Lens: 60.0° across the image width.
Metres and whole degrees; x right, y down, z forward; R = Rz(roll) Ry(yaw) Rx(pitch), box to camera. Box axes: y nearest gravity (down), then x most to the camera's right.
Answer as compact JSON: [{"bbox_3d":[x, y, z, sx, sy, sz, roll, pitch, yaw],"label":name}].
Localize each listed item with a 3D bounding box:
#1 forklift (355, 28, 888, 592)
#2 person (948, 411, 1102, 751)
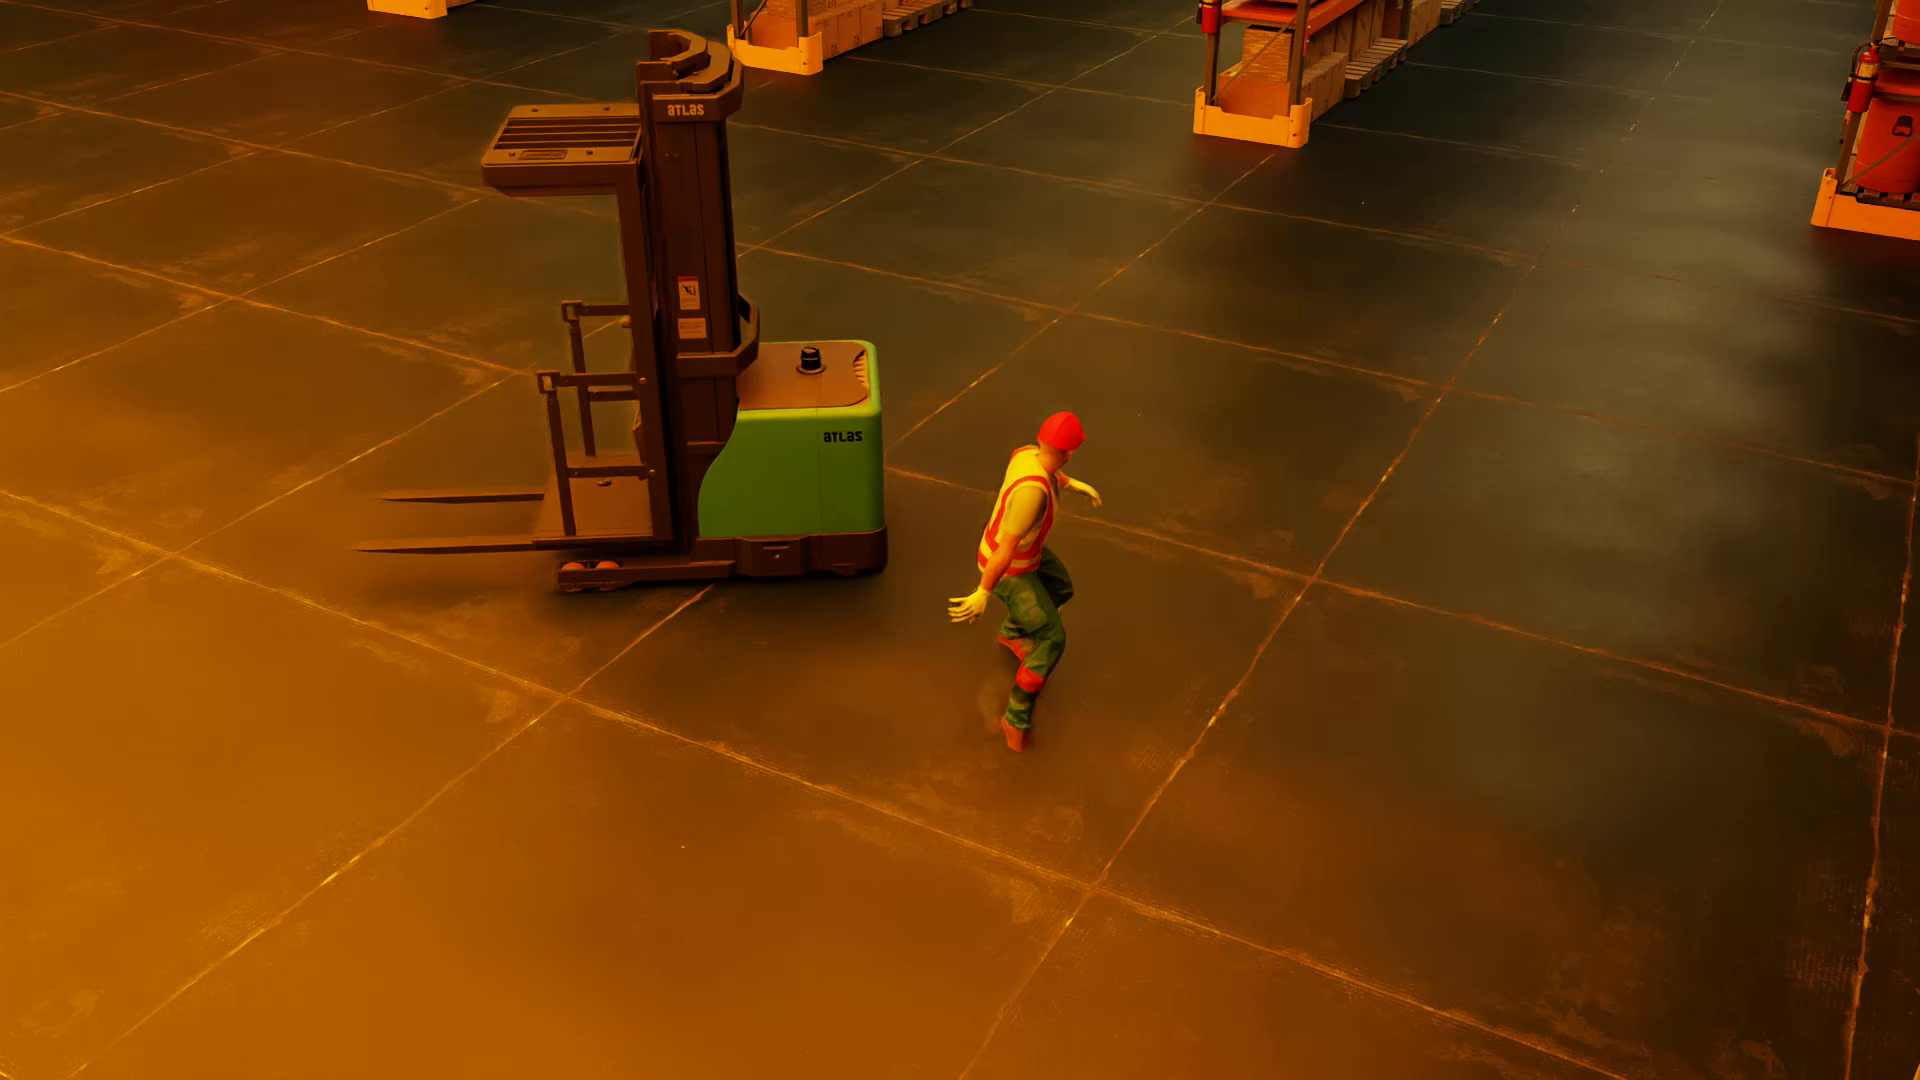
[{"bbox_3d":[-1.962,-1.248,9.233,3.031,2.935,1.130,-2,30,-4],"label":"forklift"},{"bbox_3d":[0.335,0.167,8.208,0.587,1.718,1.086,6,31,11],"label":"person"}]
